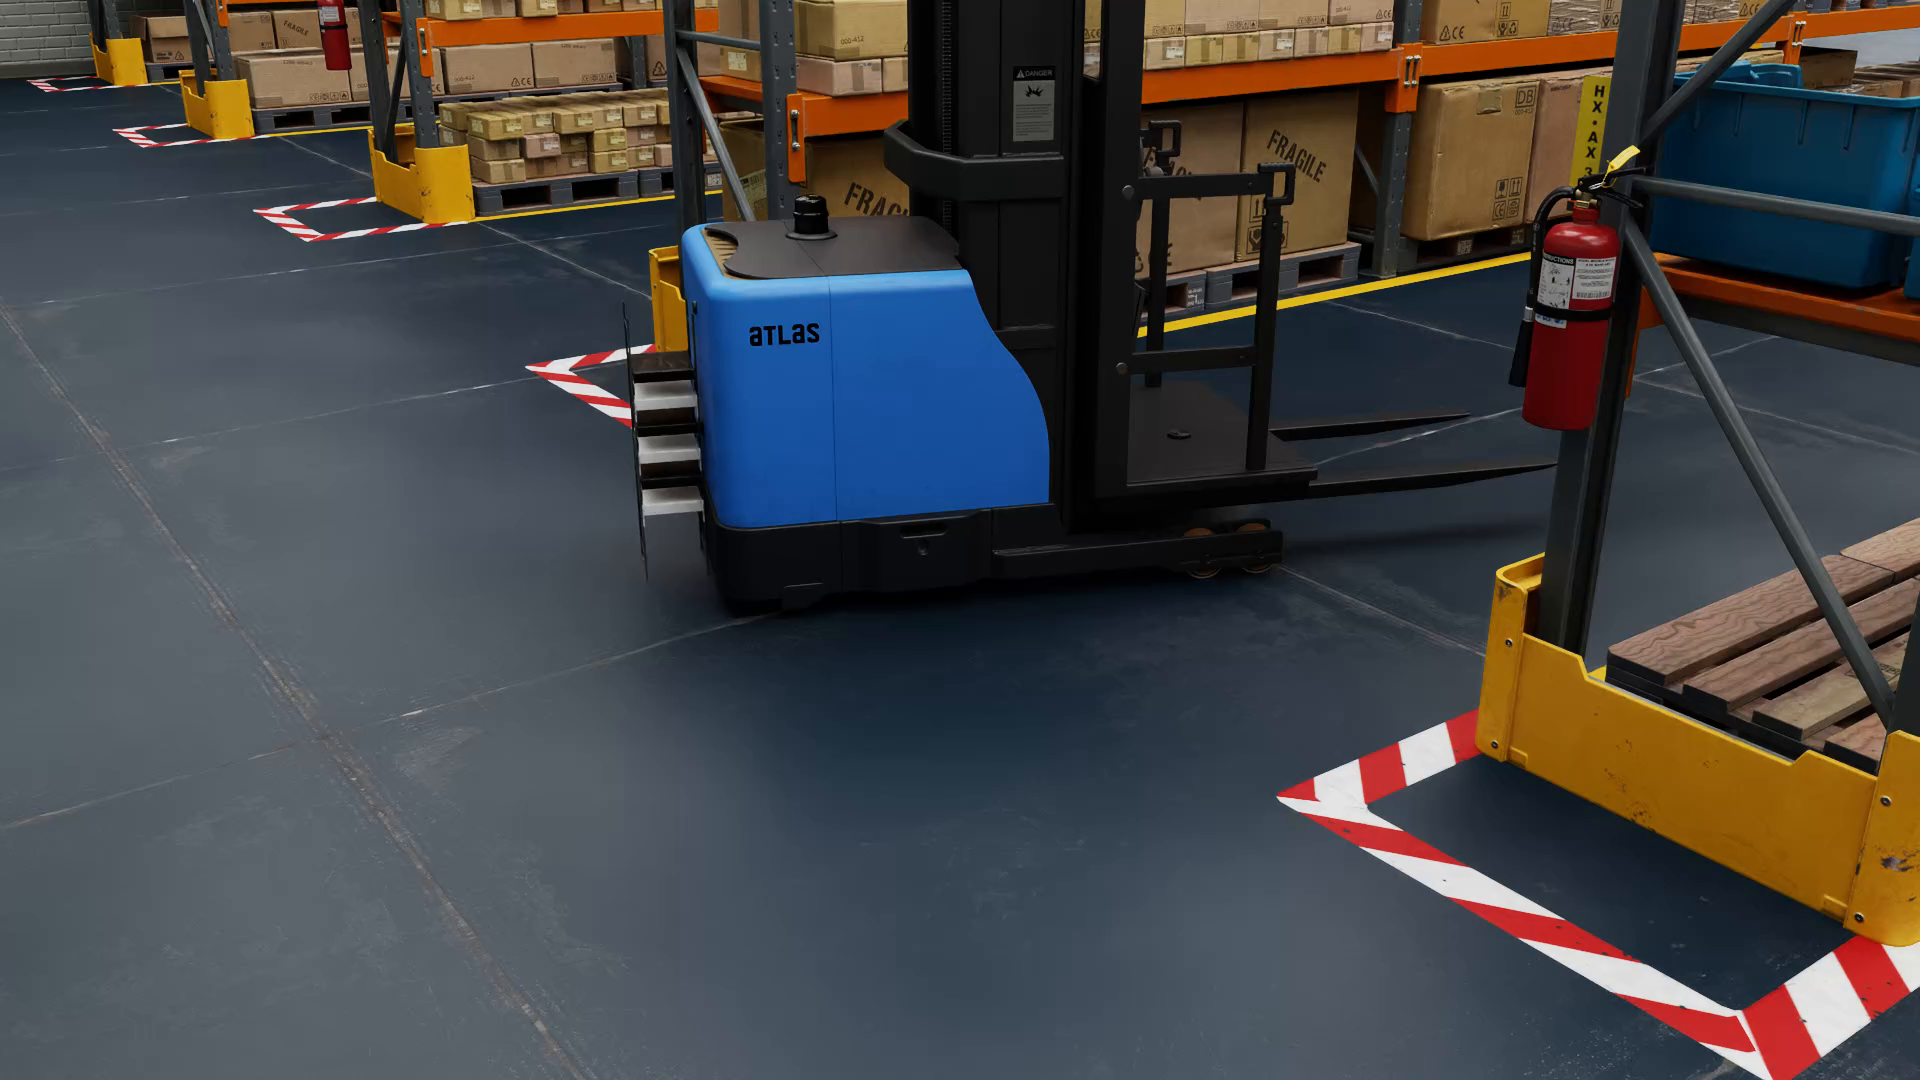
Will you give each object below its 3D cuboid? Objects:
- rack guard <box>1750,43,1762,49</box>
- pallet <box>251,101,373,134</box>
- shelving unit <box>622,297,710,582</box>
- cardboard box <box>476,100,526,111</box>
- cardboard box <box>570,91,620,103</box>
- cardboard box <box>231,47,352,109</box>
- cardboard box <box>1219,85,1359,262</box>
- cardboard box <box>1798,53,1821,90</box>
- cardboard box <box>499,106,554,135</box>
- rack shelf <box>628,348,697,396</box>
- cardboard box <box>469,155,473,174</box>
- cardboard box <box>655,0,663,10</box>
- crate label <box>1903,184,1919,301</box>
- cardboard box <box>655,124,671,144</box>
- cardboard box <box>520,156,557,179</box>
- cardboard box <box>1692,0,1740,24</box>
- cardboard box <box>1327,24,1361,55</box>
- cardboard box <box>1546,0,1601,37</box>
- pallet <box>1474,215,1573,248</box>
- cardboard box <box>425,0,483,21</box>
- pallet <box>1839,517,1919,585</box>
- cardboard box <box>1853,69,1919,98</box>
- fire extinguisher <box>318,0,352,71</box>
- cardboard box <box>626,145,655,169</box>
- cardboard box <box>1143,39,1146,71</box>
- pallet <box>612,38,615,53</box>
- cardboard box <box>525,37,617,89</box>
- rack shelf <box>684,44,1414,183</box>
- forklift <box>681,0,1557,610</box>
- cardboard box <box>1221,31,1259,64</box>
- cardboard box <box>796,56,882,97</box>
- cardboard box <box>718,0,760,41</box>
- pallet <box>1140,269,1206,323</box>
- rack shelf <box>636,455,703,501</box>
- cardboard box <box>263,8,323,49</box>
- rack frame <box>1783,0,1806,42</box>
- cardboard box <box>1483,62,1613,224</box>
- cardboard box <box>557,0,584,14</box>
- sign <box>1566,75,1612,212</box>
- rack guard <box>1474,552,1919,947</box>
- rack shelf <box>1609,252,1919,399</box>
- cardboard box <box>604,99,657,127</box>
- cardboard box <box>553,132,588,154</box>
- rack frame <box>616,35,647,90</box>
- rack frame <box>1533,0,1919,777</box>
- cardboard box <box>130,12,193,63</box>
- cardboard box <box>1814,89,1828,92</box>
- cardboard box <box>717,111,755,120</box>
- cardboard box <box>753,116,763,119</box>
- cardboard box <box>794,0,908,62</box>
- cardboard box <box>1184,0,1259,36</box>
[{"bbox_3d":[9.160,-6.023,20.314,0.348,0.500,1.175,-15,26,-33],"label":"rack guard"},{"bbox_3d":[-6.217,-4.084,15.846,1.213,0.211,1.003,-15,26,-33],"label":"pallet"},{"bbox_3d":[-0.972,-0.329,5.507,0.210,0.900,0.258,-5,22,-13],"label":"shelving unit"},{"bbox_3d":[-3.328,-3.090,12.071,0.250,0.149,0.380,-14,26,-32],"label":"cardboard box"},{"bbox_3d":[-2.759,-3.296,12.587,0.250,0.149,0.380,-14,26,-31],"label":"cardboard box"},{"bbox_3d":[-6.343,-4.360,15.667,0.875,0.438,0.875,-16,27,-35],"label":"cardboard box"},{"bbox_3d":[1.632,-2.156,9.553,0.875,0.875,0.875,-15,26,-33],"label":"cardboard box"},{"bbox_3d":[5.988,-3.478,12.333,0.500,0.250,0.500,-14,26,-31],"label":"cardboard box"},{"bbox_3d":[-3.070,-2.969,11.768,0.250,0.149,0.380,-14,26,-32],"label":"cardboard box"},{"bbox_3d":[-0.972,-0.549,5.420,0.200,0.077,0.258,-5,22,-13],"label":"rack shelf"},{"bbox_3d":[-3.542,-2.763,12.053,0.250,0.149,0.380,-14,26,-32],"label":"cardboard box"},{"bbox_3d":[-2.156,-3.923,12.019,0.250,0.149,0.380,-14,26,-31],"label":"cardboard box"},{"bbox_3d":[2.253,-0.615,3.536,0.303,0.233,0.416,-15,26,-33],"label":"crate label"},{"bbox_3d":[-2.242,-3.062,12.402,0.250,0.149,0.380,-13,25,-30],"label":"cardboard box"},{"bbox_3d":[-3.070,-2.684,11.856,0.250,0.149,0.380,-15,26,-33],"label":"cardboard box"},{"bbox_3d":[4.798,-3.692,10.965,0.500,0.500,0.500,-15,26,-33],"label":"cardboard box"},{"bbox_3d":[1.949,-2.730,9.029,0.250,0.149,0.380,-14,26,-32],"label":"cardboard box"},{"bbox_3d":[3.548,-3.355,10.122,0.500,0.500,0.500,-16,27,-34],"label":"cardboard box"},{"bbox_3d":[3.788,-2.227,11.192,1.213,0.211,1.003,-15,26,-33],"label":"pallet"},{"bbox_3d":[-3.393,-3.570,11.134,0.250,0.149,0.380,-15,26,-33],"label":"cardboard box"},{"bbox_3d":[3.542,0.155,5.224,1.213,0.211,1.003,-15,26,-33],"label":"pallet"},{"bbox_3d":[7.345,-3.497,13.391,0.500,0.500,0.700,-18,28,-37],"label":"cardboard box"},{"bbox_3d":[-4.321,-3.590,11.454,0.183,0.674,0.296,-15,26,-33],"label":"fire extinguisher"},{"bbox_3d":[-2.450,-2.846,12.262,0.250,0.149,0.380,-15,26,-33],"label":"cardboard box"},{"bbox_3d":[0.696,-2.395,8.191,0.250,0.149,0.380,-16,27,-34],"label":"cardboard box"},{"bbox_3d":[-4.846,-6.699,22.399,1.213,0.211,1.003,-15,26,-33],"label":"pallet"},{"bbox_3d":[-4.145,-4.950,17.144,0.875,0.438,0.875,-15,26,-34],"label":"cardboard box"},{"bbox_3d":[0.591,-2.300,8.583,4.000,0.370,1.077,-15,26,-33],"label":"rack shelf"},{"bbox_3d":[0.604,-1.416,5.491,3.031,2.935,1.130,-5,22,-13],"label":"forklift"},{"bbox_3d":[1.323,-2.563,8.610,0.250,0.149,0.380,-14,26,-32],"label":"cardboard box"},{"bbox_3d":[-0.551,-2.062,7.355,0.250,0.149,0.380,-15,26,-32],"label":"cardboard box"},{"bbox_3d":[-0.794,-2.454,7.801,0.500,0.250,0.500,-15,26,-34],"label":"cardboard box"},{"bbox_3d":[0.561,-1.365,9.032,1.213,0.211,1.003,-15,26,-33],"label":"pallet"},{"bbox_3d":[-0.972,-0.215,5.553,0.200,0.077,0.258,-5,22,-13],"label":"rack shelf"},{"bbox_3d":[-7.966,-6.071,19.868,0.500,0.500,0.500,-14,26,-32],"label":"cardboard box"},{"bbox_3d":[5.462,-3.933,11.704,0.127,3.000,1.000,-15,26,-33],"label":"rack frame"},{"bbox_3d":[3.447,-2.613,10.698,0.875,0.875,1.225,-16,27,-35],"label":"cardboard box"},{"bbox_3d":[-2.830,-3.777,11.653,0.250,0.149,0.380,-14,25,-30],"label":"cardboard box"},{"bbox_3d":[1.526,-0.949,4.006,0.005,0.325,0.100,-15,26,-33],"label":"sign"},{"bbox_3d":[1.848,0.459,4.071,0.348,0.500,1.175,-15,26,-33],"label":"rack guard"},{"bbox_3d":[3.484,-0.810,4.849,4.000,0.370,1.077,-15,26,-33],"label":"rack shelf"},{"bbox_3d":[-2.407,-3.121,12.148,0.250,0.149,0.380,-14,26,-31],"label":"cardboard box"},{"bbox_3d":[-2.870,-2.882,11.951,0.250,0.149,0.380,-15,26,-32],"label":"cardboard box"},{"bbox_3d":[-3.573,-6.048,17.006,0.127,3.000,1.000,-15,26,-33],"label":"rack frame"},{"bbox_3d":[1.860,-0.711,3.631,0.127,3.000,1.000,-15,26,-33],"label":"rack frame"},{"bbox_3d":[-9.170,-5.814,19.222,0.637,0.503,0.797,-16,27,-35],"label":"cardboard box"},{"bbox_3d":[5.994,-3.127,12.465,0.500,0.500,0.700,-17,27,-36],"label":"cardboard box"},{"bbox_3d":[-1.753,-3.268,12.517,0.250,0.149,0.380,-16,27,-35],"label":"cardboard box"},{"bbox_3d":[-1.546,-3.215,12.784,0.250,0.149,0.380,-14,26,-32],"label":"cardboard box"},{"bbox_3d":[-0.485,-2.292,7.394,0.500,0.250,0.500,-16,27,-34],"label":"cardboard box"},{"bbox_3d":[1.177,-2.738,8.510,0.500,0.250,0.500,-14,26,-32],"label":"cardboard box"}]
